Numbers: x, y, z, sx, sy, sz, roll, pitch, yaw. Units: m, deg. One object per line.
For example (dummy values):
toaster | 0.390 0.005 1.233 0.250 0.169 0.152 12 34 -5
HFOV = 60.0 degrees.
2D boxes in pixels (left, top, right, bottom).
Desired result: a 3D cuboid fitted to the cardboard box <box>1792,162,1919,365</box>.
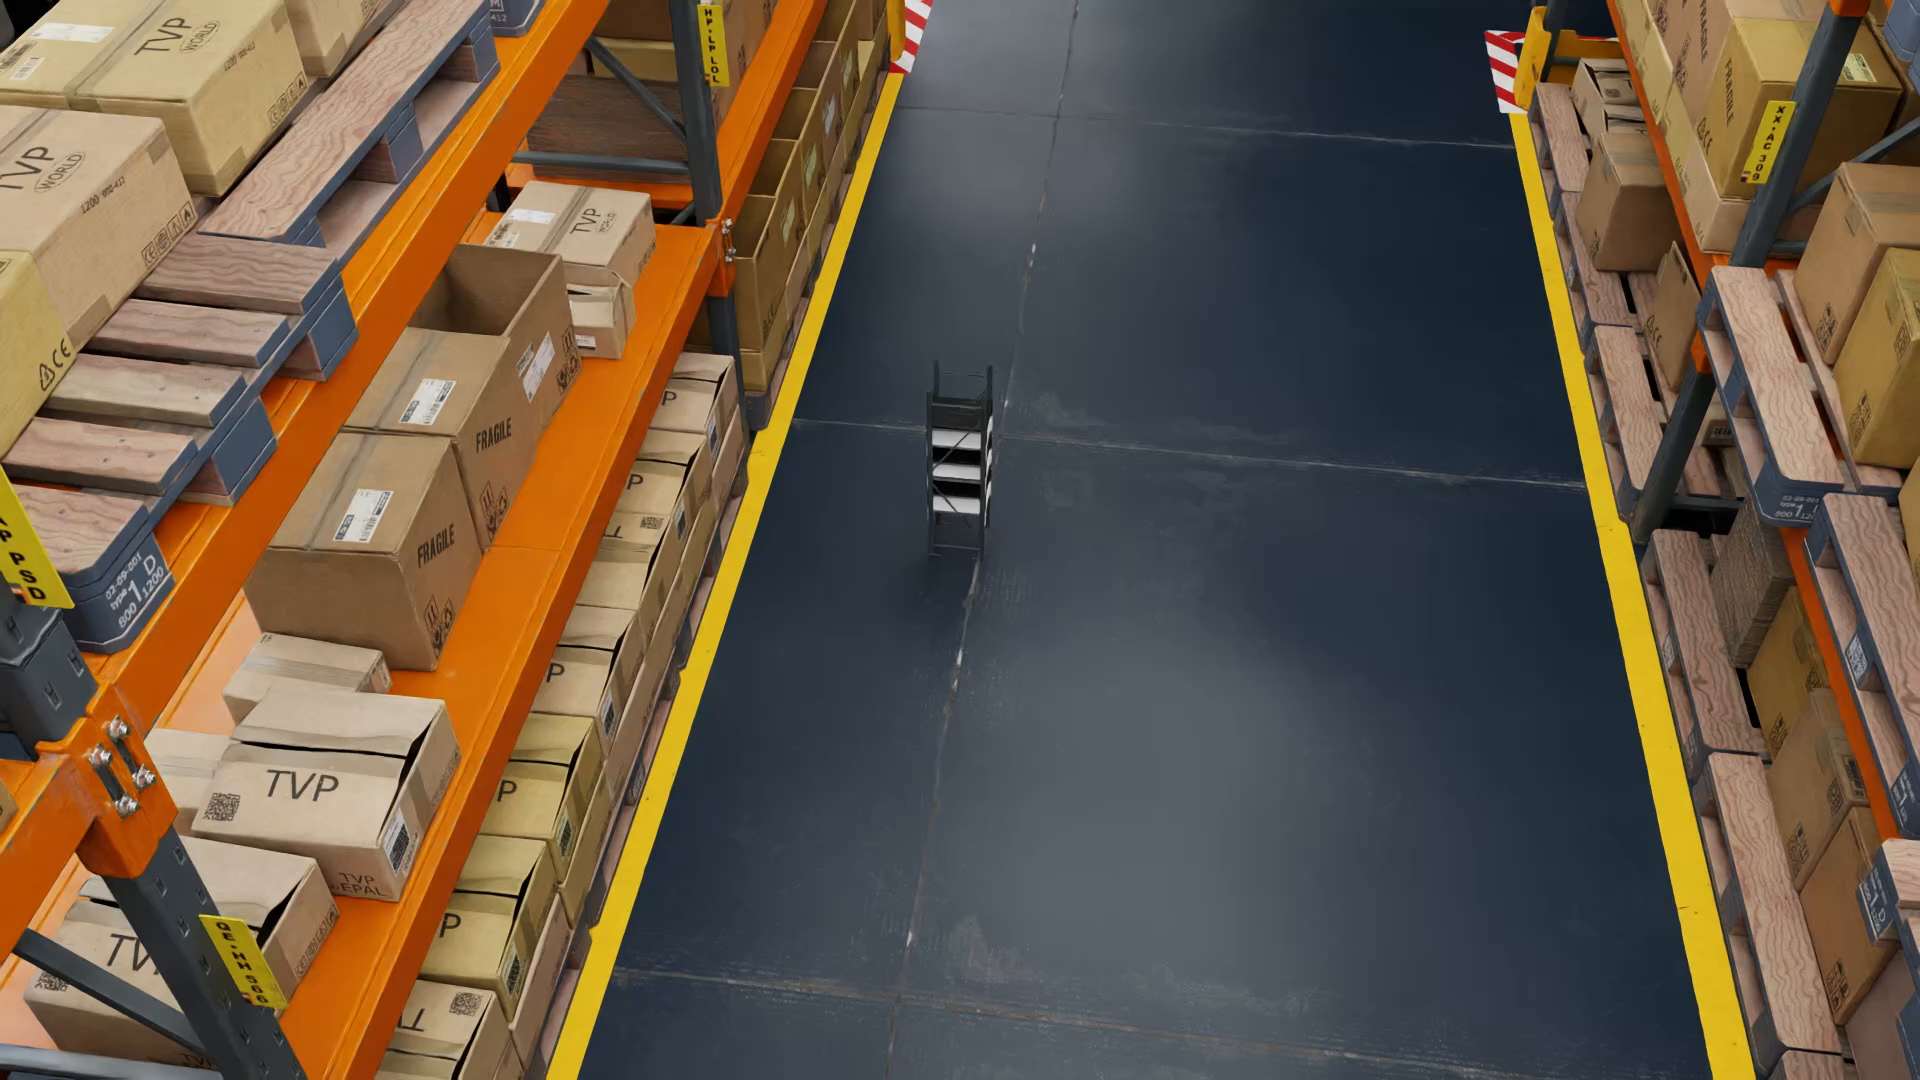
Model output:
cardboard box | 3.338 -0.918 5.668 0.700 0.500 0.500 5 44 6

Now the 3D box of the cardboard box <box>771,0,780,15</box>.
cardboard box | -1.219 -2.904 8.085 0.700 0.500 0.500 6 44 7

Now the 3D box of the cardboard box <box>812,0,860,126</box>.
cardboard box | -0.837 -2.591 8.976 0.500 0.500 0.500 5 44 6

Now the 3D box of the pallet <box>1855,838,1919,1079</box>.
pallet | 2.899 1.234 3.926 1.213 0.211 1.003 5 44 6

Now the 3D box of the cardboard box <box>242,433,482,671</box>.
cardboard box | -1.795 0.031 4.985 0.500 0.500 0.500 3 44 3

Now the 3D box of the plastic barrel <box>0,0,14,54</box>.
plastic barrel | -5.930 -3.145 9.916 0.421 0.512 0.421 0 43 0

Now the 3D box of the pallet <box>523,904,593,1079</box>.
pallet | -1.853 1.667 5.358 1.003 0.211 1.213 5 44 6

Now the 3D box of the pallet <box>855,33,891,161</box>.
pallet | -1.002 -2.702 9.973 1.003 0.211 1.213 5 44 6

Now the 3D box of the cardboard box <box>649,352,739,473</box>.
cardboard box | -1.241 -0.569 6.978 0.500 0.311 0.500 5 44 6

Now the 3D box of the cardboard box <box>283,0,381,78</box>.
cardboard box | -1.785 -1.404 4.195 0.500 0.250 0.500 2 43 2

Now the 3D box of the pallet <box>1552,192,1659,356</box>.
pallet | 3.652 -1.348 8.543 1.003 0.211 1.213 5 44 6

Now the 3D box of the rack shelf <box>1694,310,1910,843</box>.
rack shelf | 3.175 0.558 5.024 1.077 0.370 4.000 5 44 6

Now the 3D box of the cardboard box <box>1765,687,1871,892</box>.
cardboard box | 3.232 0.886 5.653 0.700 0.500 0.500 6 44 6

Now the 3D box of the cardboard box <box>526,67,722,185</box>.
cardboard box | -1.419 -1.853 6.975 0.700 0.500 0.500 4 44 4

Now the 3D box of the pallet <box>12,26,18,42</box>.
pallet | -5.928 -3.071 10.362 1.003 0.211 1.213 5 44 6

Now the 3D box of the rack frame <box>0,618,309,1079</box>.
rack frame | -2.001 1.212 3.810 1.000 3.000 0.127 5 44 6

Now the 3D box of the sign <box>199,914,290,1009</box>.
sign | -1.461 0.863 3.394 0.100 0.325 0.005 5 44 6

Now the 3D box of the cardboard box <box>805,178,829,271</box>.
cardboard box | -0.968 -1.637 8.514 0.500 0.250 0.500 5 44 6

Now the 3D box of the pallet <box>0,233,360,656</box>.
pallet | -1.999 -0.279 3.341 1.213 0.211 1.003 7 44 7

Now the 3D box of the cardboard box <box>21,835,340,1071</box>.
cardboard box | -1.909 1.001 4.098 0.500 0.311 0.500 8 44 8

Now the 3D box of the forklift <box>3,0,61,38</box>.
forklift | -4.207 -1.613 6.843 3.031 2.935 1.130 7 44 8

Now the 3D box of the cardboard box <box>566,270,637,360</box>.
cardboard box | -1.406 -0.849 6.085 0.396 0.266 0.258 4 44 4

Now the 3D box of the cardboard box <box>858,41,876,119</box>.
cardboard box | -0.775 -2.660 9.594 0.500 0.250 0.500 5 44 6

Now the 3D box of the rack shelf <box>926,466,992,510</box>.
rack shelf | -0.001 -0.232 7.042 0.258 0.077 0.200 5 44 6

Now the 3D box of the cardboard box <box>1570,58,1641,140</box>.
cardboard box | 3.787 -2.512 9.379 0.500 0.311 0.500 1 43 1

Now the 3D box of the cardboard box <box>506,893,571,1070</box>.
cardboard box | -1.575 1.385 5.322 0.500 0.250 0.500 4 44 4

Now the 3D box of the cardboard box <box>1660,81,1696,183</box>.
cardboard box | 3.275 -1.708 6.989 0.500 0.250 0.500 5 44 6

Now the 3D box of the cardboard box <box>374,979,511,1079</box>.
cardboard box | -1.640 1.524 4.767 0.500 0.311 0.500 7 44 7

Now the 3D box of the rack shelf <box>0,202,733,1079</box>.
rack shelf | -1.736 0.110 5.497 1.077 0.370 4.000 5 44 6

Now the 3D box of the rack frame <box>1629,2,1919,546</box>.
rack frame | 3.439 -1.066 6.216 1.000 3.000 0.127 5 44 6

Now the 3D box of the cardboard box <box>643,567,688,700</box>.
cardboard box | -1.375 0.334 6.432 0.500 0.250 0.500 6 44 6

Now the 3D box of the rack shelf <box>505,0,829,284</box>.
rack shelf | -1.207 -2.616 8.376 1.077 0.370 4.000 5 44 6

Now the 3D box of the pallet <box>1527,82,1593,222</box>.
pallet | 3.815 -2.177 9.418 1.003 0.211 1.213 5 44 6

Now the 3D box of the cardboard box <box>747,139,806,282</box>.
cardboard box | -1.042 -1.569 7.897 0.500 0.500 0.500 5 44 6

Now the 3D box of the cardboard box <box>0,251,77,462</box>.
cardboard box | -1.996 -0.289 3.018 0.500 0.250 0.500 2 43 2

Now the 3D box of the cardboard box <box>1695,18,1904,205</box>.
cardboard box | 3.195 -1.641 6.373 0.500 0.500 0.500 5 44 5

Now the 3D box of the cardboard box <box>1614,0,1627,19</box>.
cardboard box | 3.461 -2.739 8.078 0.500 0.250 0.500 5 44 5

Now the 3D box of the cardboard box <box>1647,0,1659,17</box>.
cardboard box | 3.401 -2.679 7.469 0.500 0.500 0.500 6 44 7

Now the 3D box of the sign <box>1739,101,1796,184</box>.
sign | 2.900 -1.425 5.965 0.100 0.325 0.005 5 44 6

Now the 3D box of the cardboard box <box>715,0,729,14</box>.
cardboard box | -1.179 -2.298 6.973 0.380 0.149 0.250 4 44 4

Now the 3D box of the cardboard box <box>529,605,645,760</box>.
cardboard box | -1.442 0.468 5.883 0.500 0.311 0.500 5 44 5

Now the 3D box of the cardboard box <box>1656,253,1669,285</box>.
cardboard box | 3.670 -1.279 8.195 0.380 0.149 0.250 2 43 2

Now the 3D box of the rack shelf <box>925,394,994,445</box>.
rack shelf | -0.001 -0.493 6.794 0.258 0.077 0.200 5 44 6

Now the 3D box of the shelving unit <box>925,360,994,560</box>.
shelving unit | -0.001 -0.321 6.957 0.258 0.900 0.210 5 44 6
